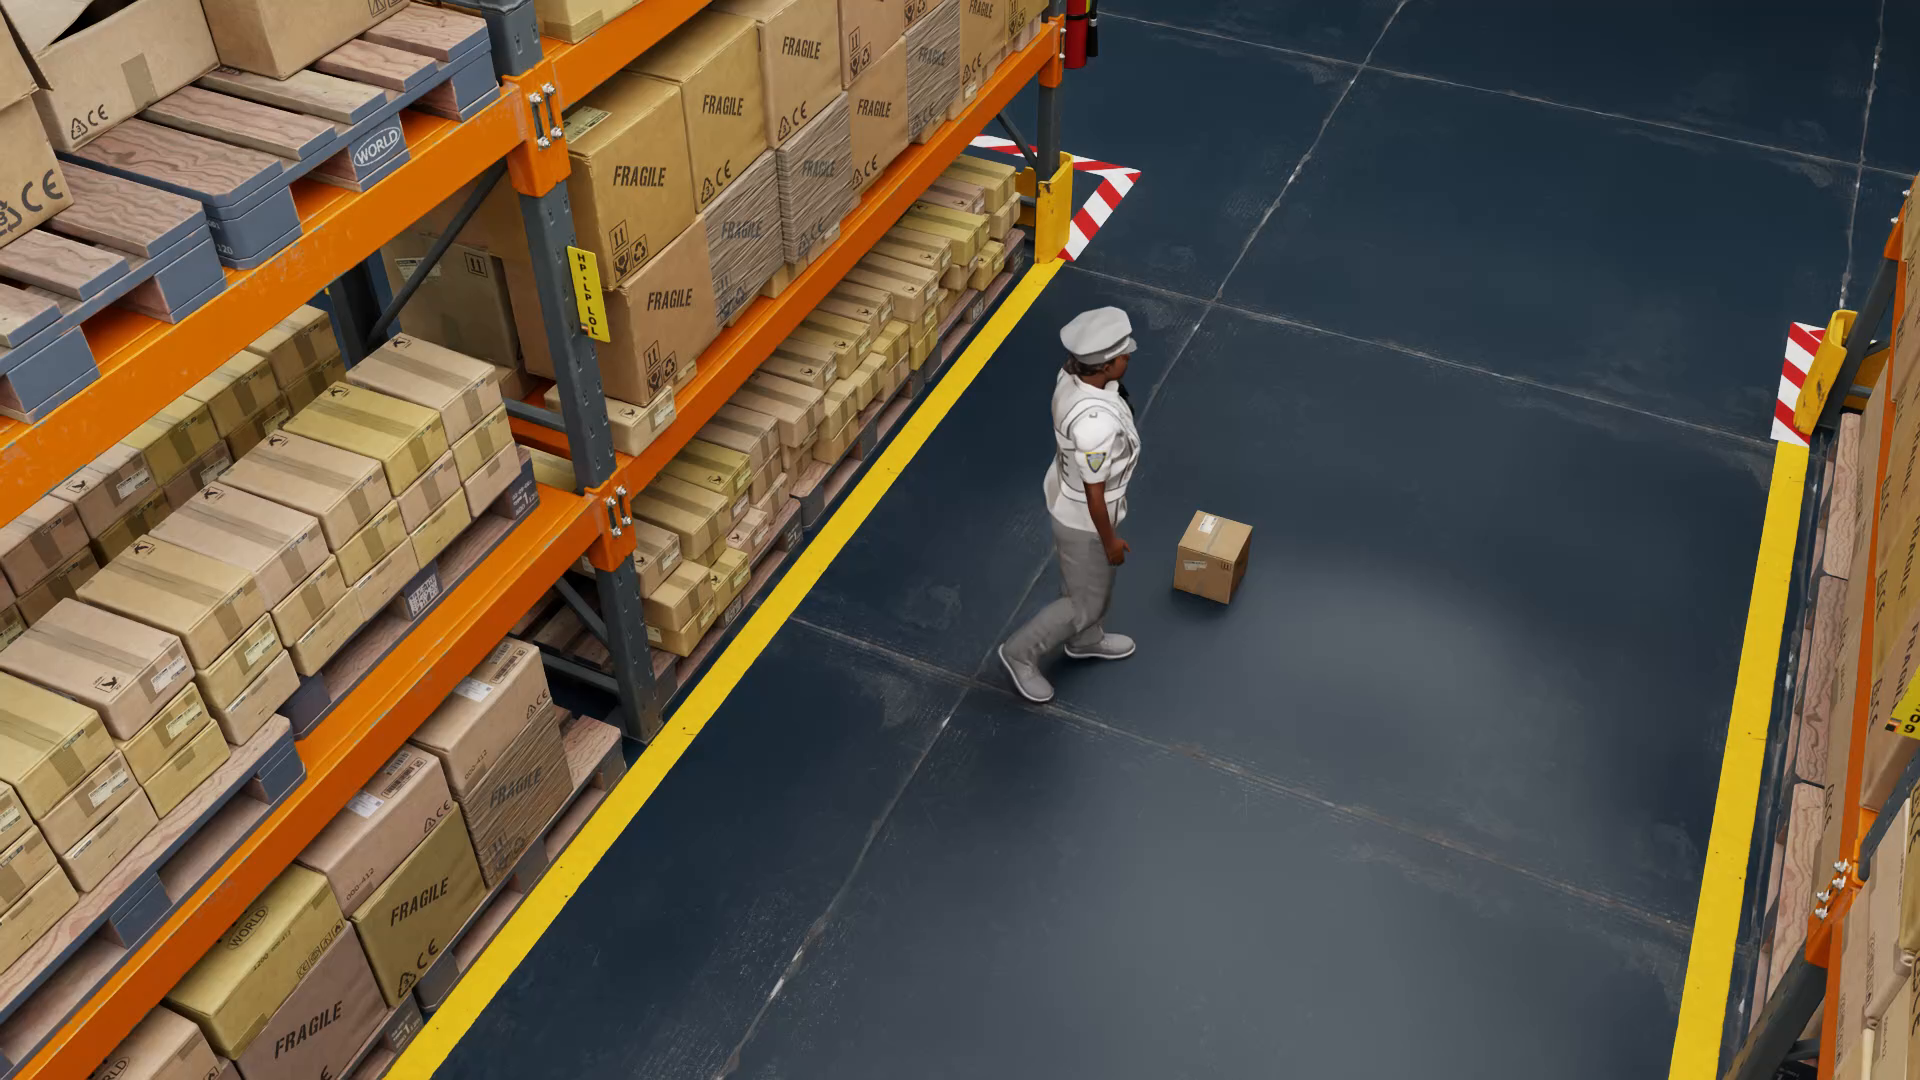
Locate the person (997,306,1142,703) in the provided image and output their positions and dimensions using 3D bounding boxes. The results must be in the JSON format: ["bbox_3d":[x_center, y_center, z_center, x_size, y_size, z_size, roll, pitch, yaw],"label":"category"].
[{"bbox_3d":[0.437,-0.114,6.265,0.580,1.680,0.485,-1,42,-1],"label":"person"}]
